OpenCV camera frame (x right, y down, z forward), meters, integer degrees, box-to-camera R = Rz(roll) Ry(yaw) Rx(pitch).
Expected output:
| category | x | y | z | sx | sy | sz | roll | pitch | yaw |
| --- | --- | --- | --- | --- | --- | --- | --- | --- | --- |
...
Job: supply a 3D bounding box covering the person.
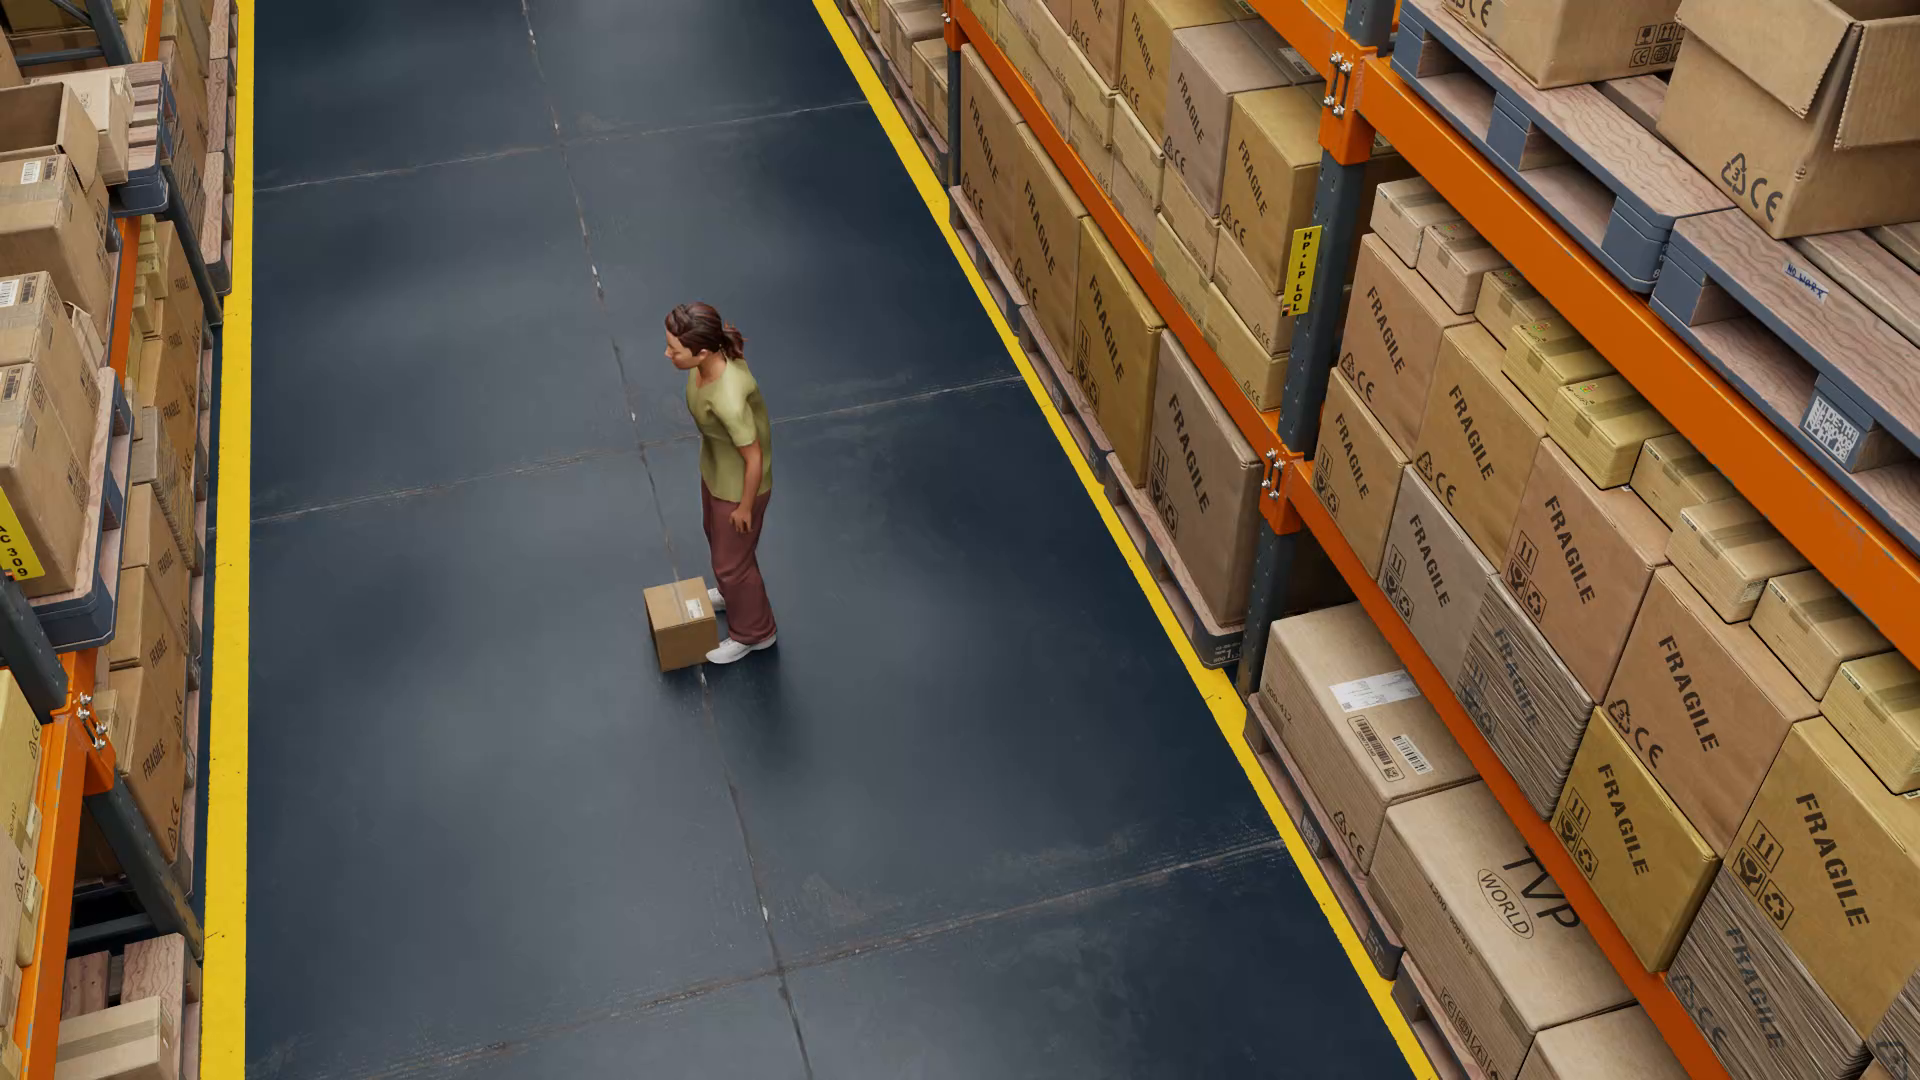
| category | x | y | z | sx | sy | sz | roll | pitch | yaw |
| --- | --- | --- | --- | --- | --- | --- | --- | --- | --- |
| person | -0.911 | -0.231 | 6.415 | 0.375 | 1.671 | 0.513 | -14 | 44 | -15 |
